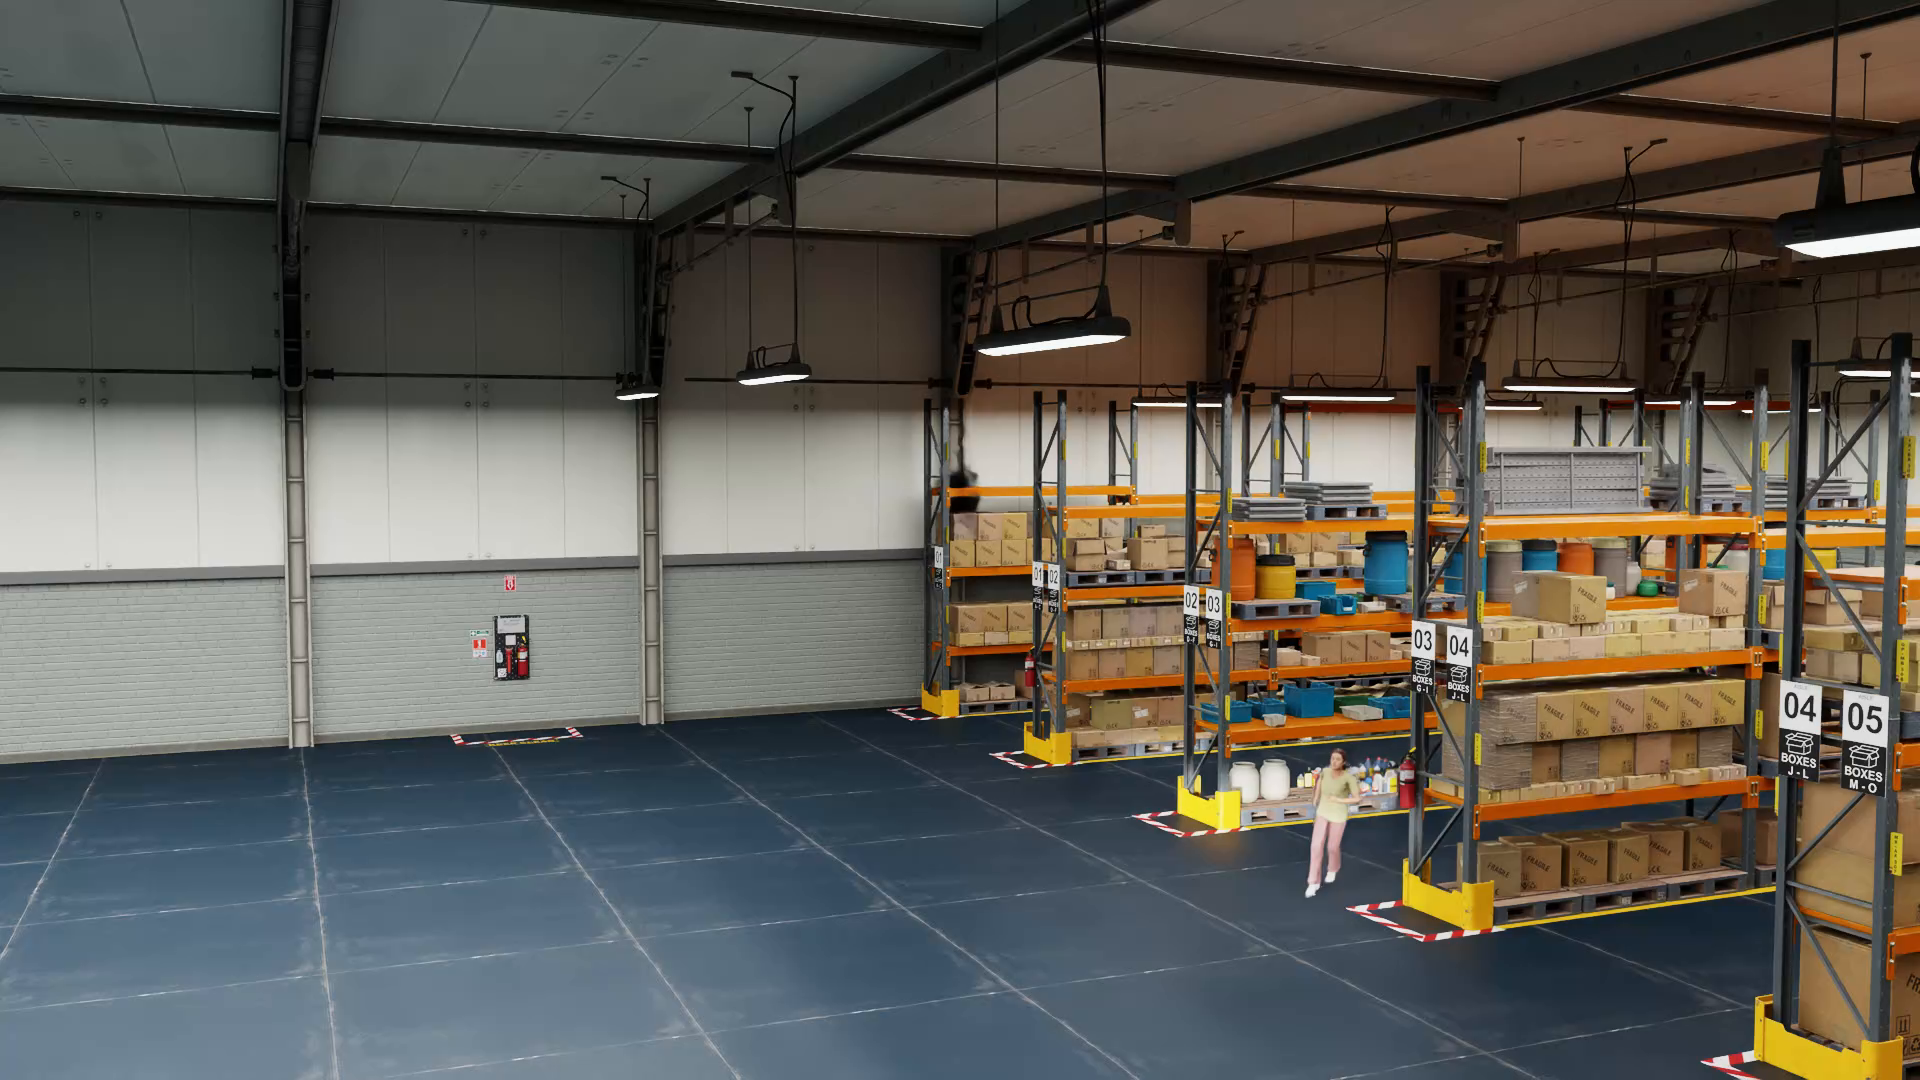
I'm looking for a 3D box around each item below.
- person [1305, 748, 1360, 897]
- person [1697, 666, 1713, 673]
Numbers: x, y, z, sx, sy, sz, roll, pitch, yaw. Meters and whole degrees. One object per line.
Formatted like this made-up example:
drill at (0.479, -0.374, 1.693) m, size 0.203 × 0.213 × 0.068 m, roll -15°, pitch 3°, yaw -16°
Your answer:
person at (4.337, 3.222, 19.096) m, size 0.580 × 1.702 × 0.848 m, roll 2°, pitch 4°, yaw 33°
person at (13.270, 2.549, 29.756) m, size 0.810 × 1.737 × 0.732 m, roll -2°, pitch 4°, yaw -33°
